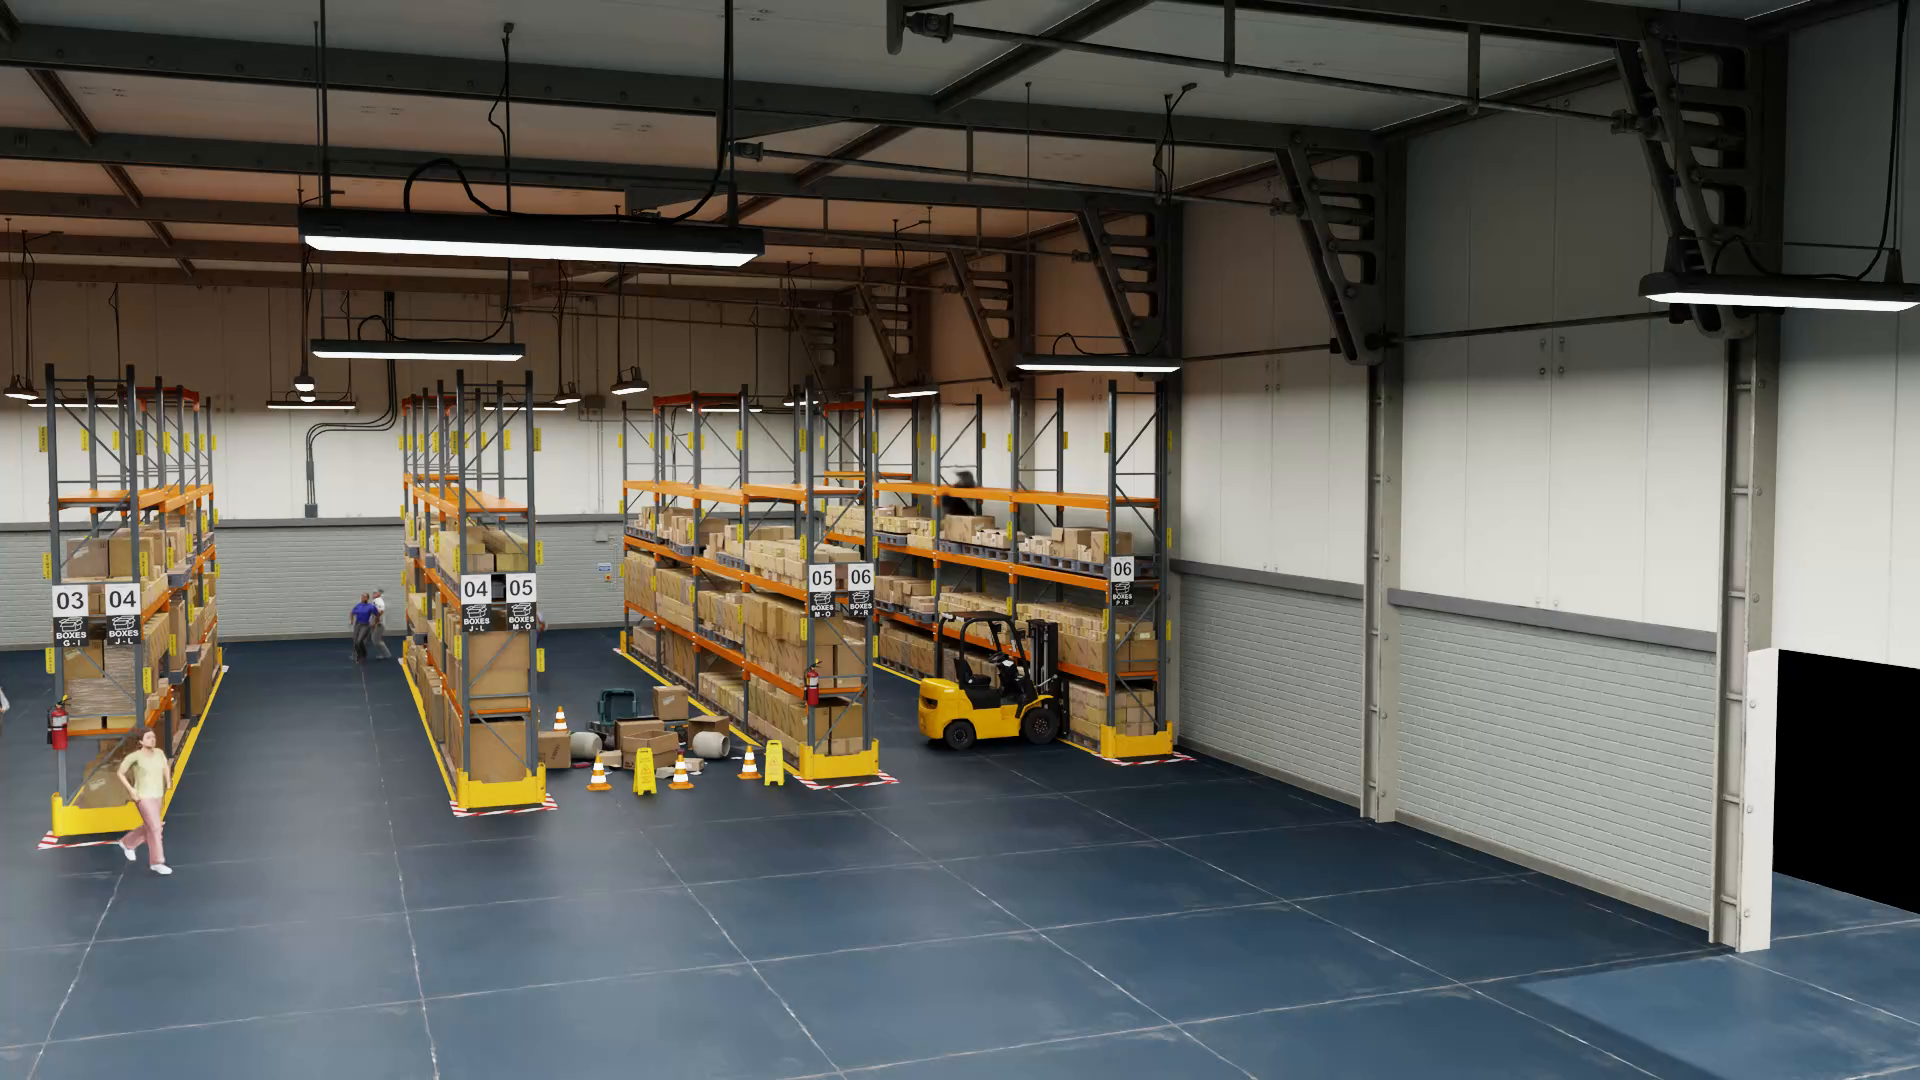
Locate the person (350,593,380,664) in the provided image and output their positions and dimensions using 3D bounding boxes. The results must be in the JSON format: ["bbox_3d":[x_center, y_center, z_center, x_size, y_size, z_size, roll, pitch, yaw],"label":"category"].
[{"bbox_3d":[-13.496,1.998,37.597,0.650,1.614,0.550,0,3,8],"label":"person"}]

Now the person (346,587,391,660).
[{"bbox_3d":[-13.559,1.918,38.269,0.942,1.700,0.757,-3,4,-38],"label":"person"}]

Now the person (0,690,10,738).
[{"bbox_3d":[-14.409,2.776,24.681,0.557,1.571,0.929,-1,4,-23],"label":"person"}]

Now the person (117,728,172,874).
[{"bbox_3d":[-9.514,3.016,19.430,0.874,1.678,0.580,2,4,24],"label":"person"}]

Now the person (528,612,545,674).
[{"bbox_3d":[-9.220,2.140,35.722,0.611,1.644,0.879,-2,4,-29],"label":"person"}]
